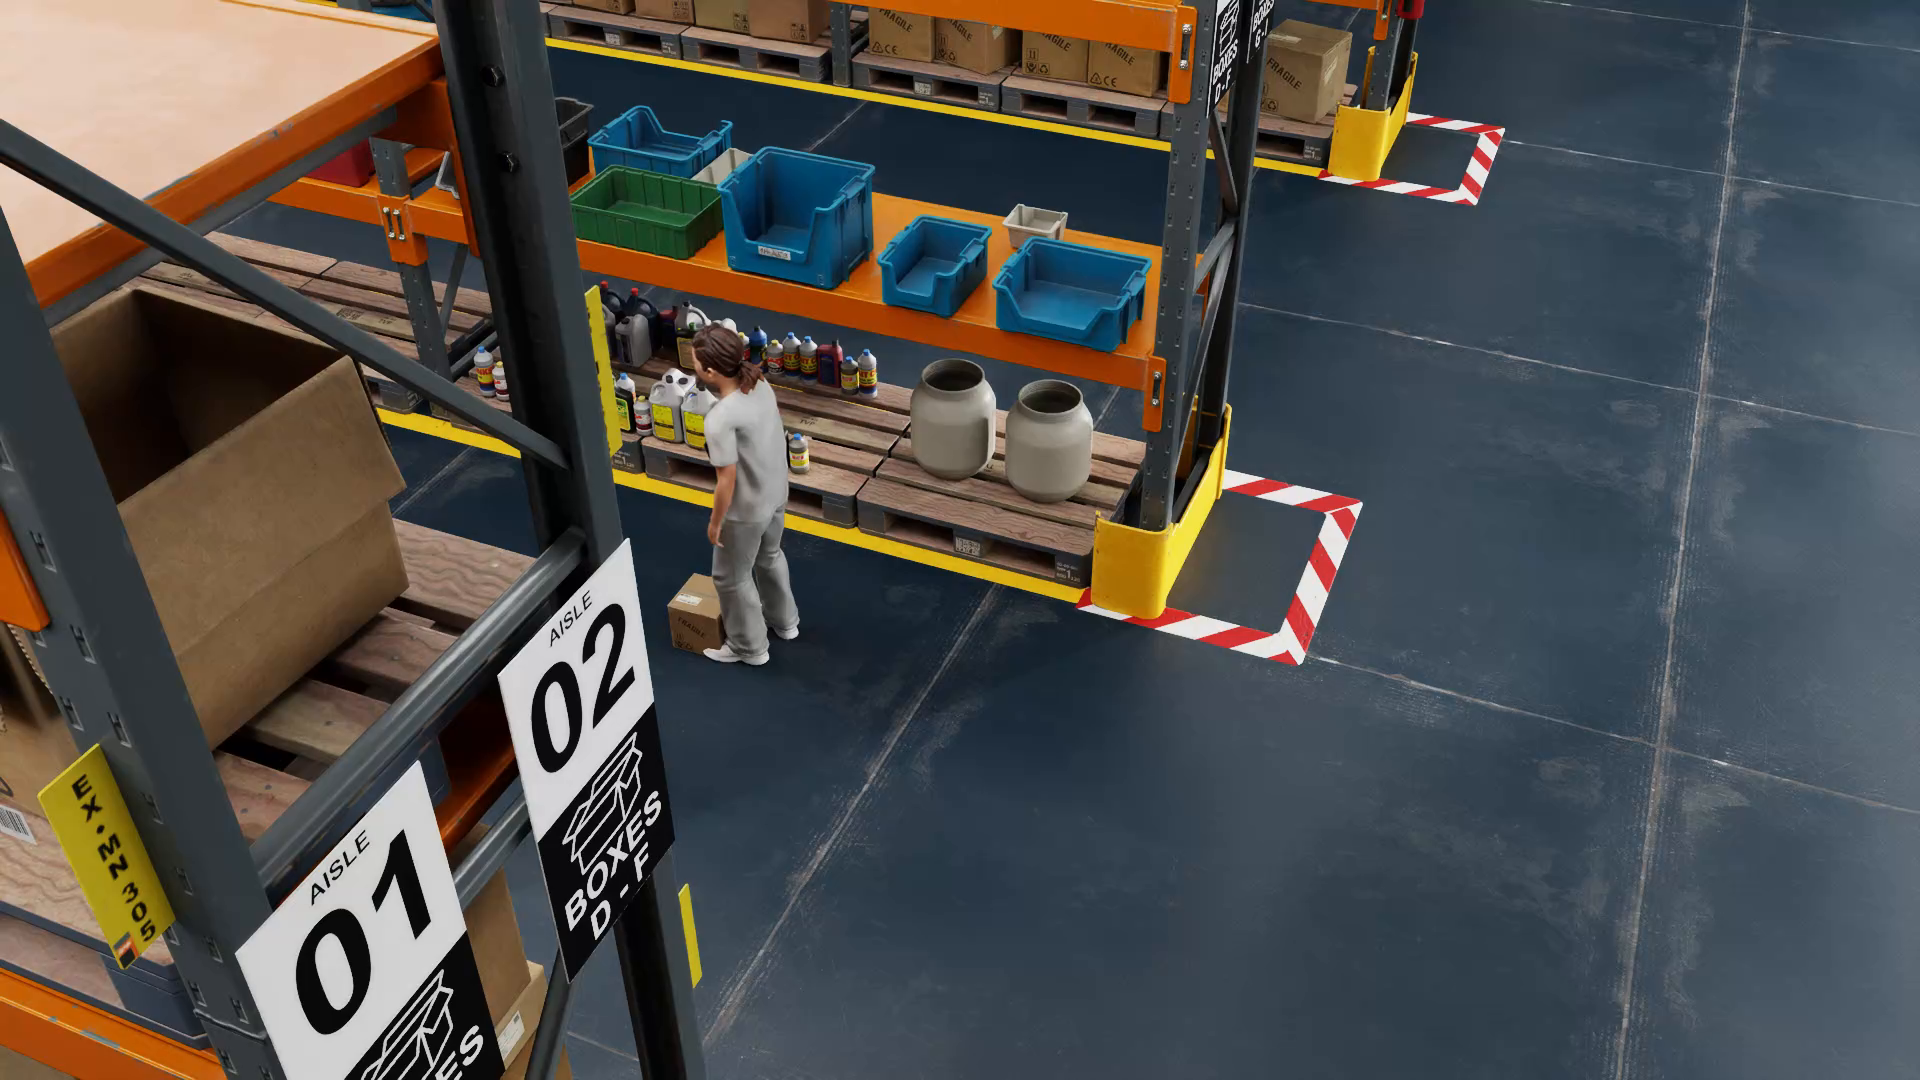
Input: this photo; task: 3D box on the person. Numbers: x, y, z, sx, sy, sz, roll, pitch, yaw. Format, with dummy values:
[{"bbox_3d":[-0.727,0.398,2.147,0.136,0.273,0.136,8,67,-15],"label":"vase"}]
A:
[{"bbox_3d":[-0.932,-0.172,7.043,0.406,1.673,0.486,14,40,18],"label":"person"}]
